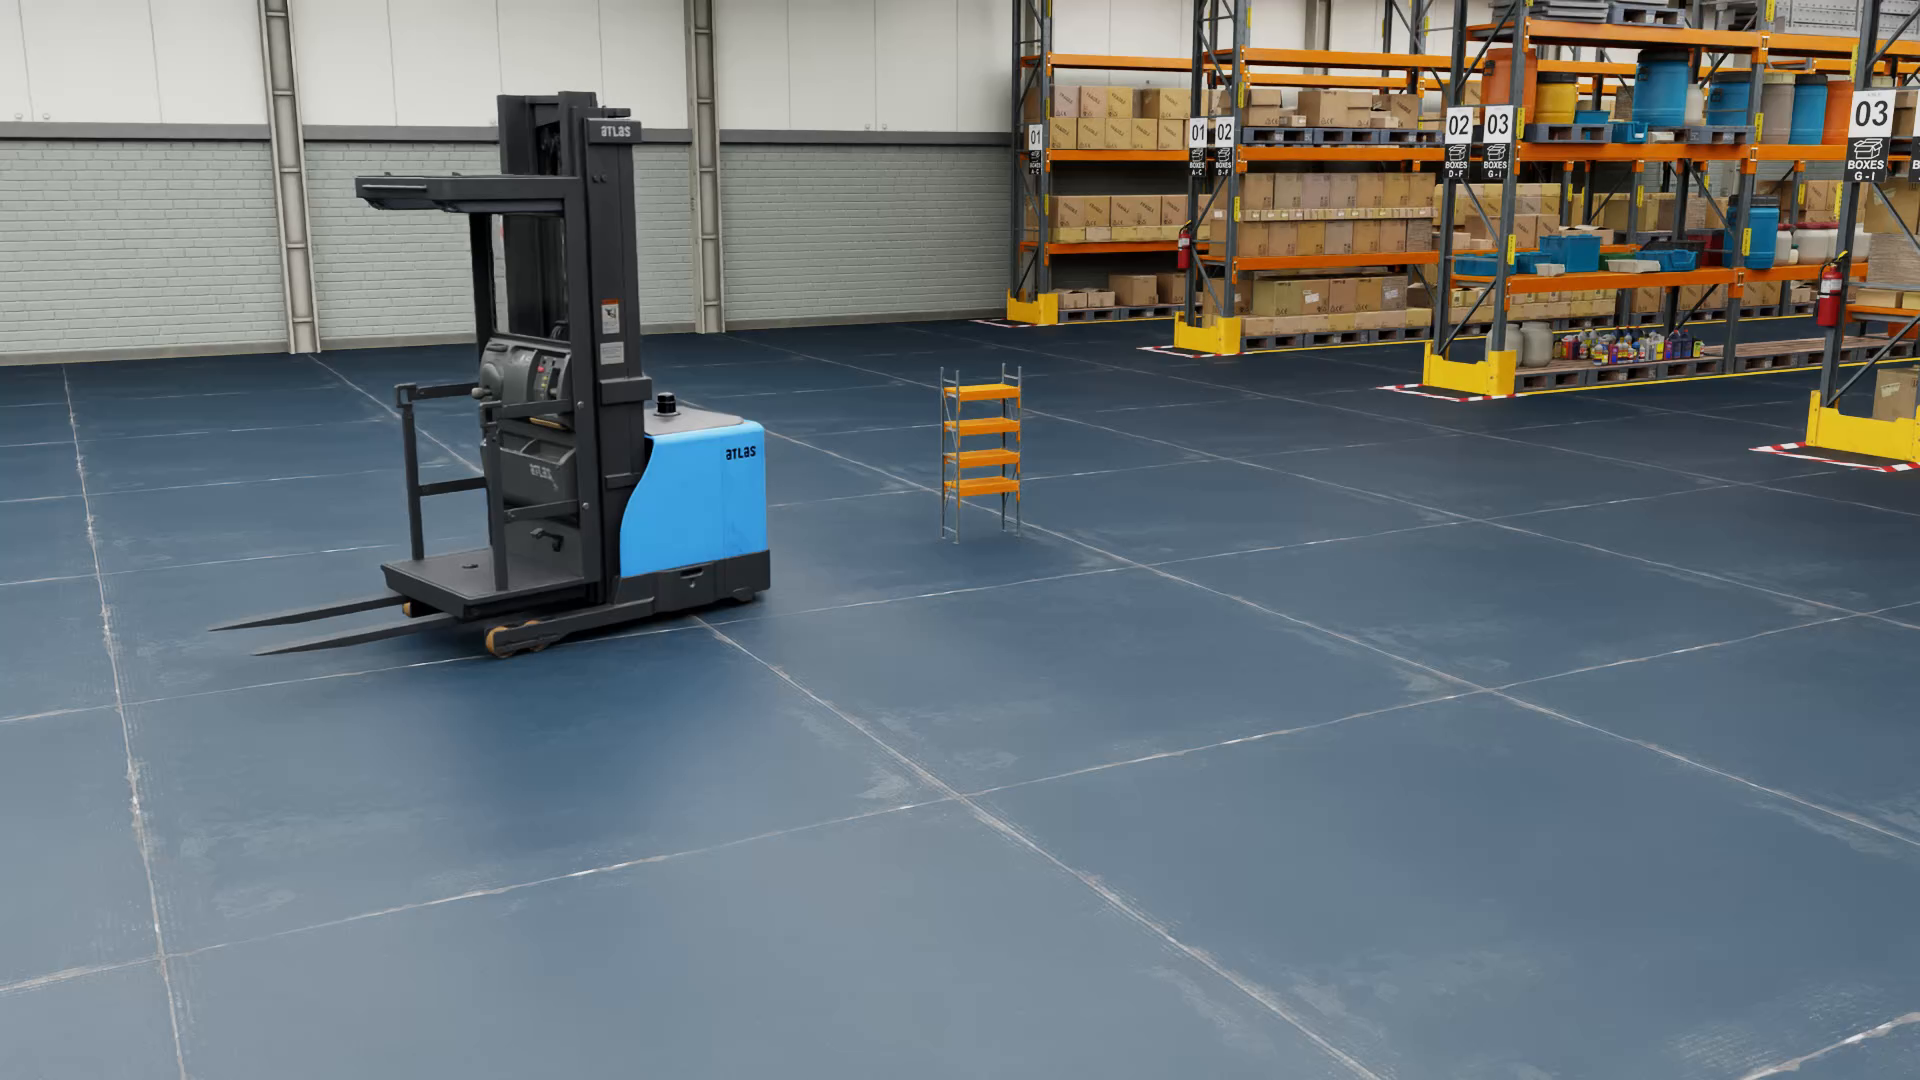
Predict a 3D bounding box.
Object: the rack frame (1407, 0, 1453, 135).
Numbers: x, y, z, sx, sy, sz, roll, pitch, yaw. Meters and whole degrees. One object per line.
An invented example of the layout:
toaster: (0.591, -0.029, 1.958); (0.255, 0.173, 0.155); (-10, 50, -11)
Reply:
rack frame: (7.030, -7.514, 24.501); (0.127, 3.000, 1.000); (-7, 14, -28)

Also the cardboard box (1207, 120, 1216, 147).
cardboard box: (4.326, -6.962, 28.609); (0.500, 0.500, 0.500); (-6, 14, -26)

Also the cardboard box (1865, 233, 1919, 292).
cardboard box: (8.758, -2.503, 14.996); (0.500, 0.500, 0.875); (-7, 14, -28)

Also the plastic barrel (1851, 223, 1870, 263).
plastic barrel: (11.740, -3.914, 21.914); (0.421, 0.512, 0.421); (0, 13, 0)

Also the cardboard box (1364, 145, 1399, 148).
cardboard box: (7.661, -7.264, 30.381); (0.500, 0.311, 0.500); (-7, 14, -28)

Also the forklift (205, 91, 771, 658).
forklift: (-2.563, -0.932, 9.075); (3.031, 2.935, 1.130); (-12, 17, -42)

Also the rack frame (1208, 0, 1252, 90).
rack frame: (4.653, -8.468, 28.742); (0.127, 3.000, 1.000); (-7, 14, -28)

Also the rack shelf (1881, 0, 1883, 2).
rack shelf: (10.018, -5.041, 15.161); (4.000, 0.370, 1.077); (-7, 14, -28)

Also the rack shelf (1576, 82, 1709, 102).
rack shelf: (13.430, -8.974, 33.539); (4.000, 0.370, 1.077); (-7, 14, -28)

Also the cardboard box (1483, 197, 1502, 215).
cardboard box: (10.066, -6.329, 31.950); (0.500, 0.500, 0.500); (-6, 14, -26)

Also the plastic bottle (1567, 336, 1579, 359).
plastic bottle: (7.577, -2.379, 20.534); (0.133, 0.283, 0.061); (-7, 14, -28)

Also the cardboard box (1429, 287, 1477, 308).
cardboard box: (7.512, -3.720, 25.334); (0.500, 0.311, 0.500); (-7, 14, -28)

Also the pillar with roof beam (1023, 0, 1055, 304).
pillar with roof beam: (3.405, -7.458, 24.253); (0.400, 9.000, 9.100); (-7, 14, -28)

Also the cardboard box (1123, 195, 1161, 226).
cardboard box: (3.047, -5.575, 28.138); (0.500, 0.500, 0.500); (-6, 14, -26)

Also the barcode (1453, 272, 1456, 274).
barcode: (7.453, -3.997, 25.044); (0.075, 0.075, 0.001); (-7, 14, -28)

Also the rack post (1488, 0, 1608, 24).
rack post: (6.613, -5.949, 18.687); (0.954, 0.300, 0.937); (-5, 14, -22)

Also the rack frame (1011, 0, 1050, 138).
rack frame: (1.142, -8.047, 26.872); (0.127, 3.000, 1.000); (-7, 14, -28)

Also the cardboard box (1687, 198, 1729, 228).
cardboard box: (12.530, -5.485, 27.964); (0.500, 0.500, 0.700); (-12, 17, -42)

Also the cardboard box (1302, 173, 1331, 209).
cardboard box: (4.882, -5.010, 23.856); (0.500, 0.500, 0.700); (-7, 14, -28)

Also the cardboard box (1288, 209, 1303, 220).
cardboard box: (4.639, -4.612, 23.564); (0.250, 0.149, 0.380); (-7, 14, -29)

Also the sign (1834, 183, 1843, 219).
sign: (8.014, -3.085, 15.128); (0.005, 0.325, 0.100); (-7, 14, -28)

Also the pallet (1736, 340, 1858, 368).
pallet: (11.143, -2.491, 22.197); (1.213, 0.211, 1.003); (-7, 14, -28)

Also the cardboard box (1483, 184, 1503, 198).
cardboard box: (10.039, -6.695, 31.866); (0.500, 0.250, 0.500); (-7, 15, -29)

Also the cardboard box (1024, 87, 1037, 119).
cardboard box: (1.395, -7.226, 27.504); (0.500, 0.500, 0.500); (-6, 14, -25)

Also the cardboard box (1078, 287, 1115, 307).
cardboard box: (2.293, -4.139, 28.290); (0.500, 0.311, 0.500); (-6, 14, -23)

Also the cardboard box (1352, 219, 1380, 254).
cardboard box: (5.741, -4.479, 24.453); (0.500, 0.500, 0.700); (-7, 14, -27)

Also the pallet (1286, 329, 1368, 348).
pallet: (5.239, -3.022, 24.556); (1.213, 0.211, 1.003); (-7, 14, -28)

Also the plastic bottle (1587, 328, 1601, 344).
plastic bottle: (7.954, -2.485, 20.850); (0.185, 0.351, 0.144); (-7, 14, -28)

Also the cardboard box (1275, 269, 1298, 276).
cardboard box: (5.720, -4.681, 30.269); (0.500, 0.500, 0.700); (-7, 15, -29)

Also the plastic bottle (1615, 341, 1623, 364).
plastic bottle: (7.930, -2.262, 20.039); (0.097, 0.271, 0.097); (0, 13, 0)

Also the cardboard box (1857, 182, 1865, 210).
cardboard box: (15.504, -6.069, 29.240); (0.500, 0.500, 0.500); (-7, 15, -30)

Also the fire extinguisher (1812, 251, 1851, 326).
fire extinguisher: (7.941, -2.296, 15.155); (0.183, 0.674, 0.296); (-7, 14, -28)

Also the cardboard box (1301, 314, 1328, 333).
cardboard box: (4.972, -3.149, 24.076); (0.500, 0.250, 0.500); (-7, 14, -28)

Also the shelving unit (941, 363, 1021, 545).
shelving unit: (0.145, -0.603, 11.555); (0.503, 1.200, 0.258); (-7, 14, -28)

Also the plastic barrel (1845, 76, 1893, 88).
plastic barrel: (12.086, -5.716, 22.204); (0.600, 0.901, 0.600); (0, 13, 0)

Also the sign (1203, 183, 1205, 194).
sign: (4.384, -6.213, 29.747); (0.005, 0.325, 0.100); (-7, 14, -28)

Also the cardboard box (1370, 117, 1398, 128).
cardboard box: (6.102, -6.022, 23.999); (0.250, 0.149, 0.380); (-7, 14, -28)

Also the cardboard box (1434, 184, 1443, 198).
cardboard box: (8.711, -6.533, 31.147); (0.500, 0.250, 0.500); (-6, 14, -27)

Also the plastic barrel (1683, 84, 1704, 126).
plastic barrel: (8.928, -5.348, 20.496); (0.421, 0.512, 0.421); (0, 13, 0)

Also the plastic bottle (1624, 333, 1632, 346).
plastic bottle: (8.423, -2.472, 20.975); (0.097, 0.271, 0.097); (0, 13, 0)

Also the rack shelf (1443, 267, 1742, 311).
rack shelf: (7.644, -3.071, 20.061); (4.000, 0.370, 1.077); (-7, 14, -28)

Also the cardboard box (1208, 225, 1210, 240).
cardboard box: (4.382, -5.370, 28.934); (0.500, 0.250, 0.500); (-7, 14, -28)

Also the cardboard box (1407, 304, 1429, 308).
cardboard box: (7.255, -3.550, 25.858); (0.500, 0.250, 0.500); (-7, 14, -28)

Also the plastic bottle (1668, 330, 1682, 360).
plastic bottle: (8.804, -2.411, 20.522); (0.185, 0.351, 0.144); (-8, 15, -31)

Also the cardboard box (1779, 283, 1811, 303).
cardboard box: (14.524, -4.334, 29.158); (0.500, 0.311, 0.500); (-7, 14, -28)

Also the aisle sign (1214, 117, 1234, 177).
aisle sign: (3.608, -5.369, 22.712); (0.004, 0.787, 0.394); (-7, 14, -28)

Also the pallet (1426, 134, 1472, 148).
pallet: (7.798, -6.053, 25.275); (1.217, 0.209, 0.805); (-8, 15, -30)

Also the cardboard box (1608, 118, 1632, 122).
cardboard box: (10.907, -6.573, 26.922); (0.500, 0.500, 0.910); (-7, 14, -28)

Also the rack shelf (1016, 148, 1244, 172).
rack shelf: (2.897, -6.443, 28.215); (4.000, 0.370, 1.077); (-7, 14, -28)

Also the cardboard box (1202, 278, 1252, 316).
cardboard box: (3.847, -3.509, 23.969); (0.500, 0.500, 0.500); (-7, 14, -28)

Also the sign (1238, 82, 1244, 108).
sign: (3.779, -5.987, 22.378); (0.005, 0.325, 0.100); (-7, 14, -28)

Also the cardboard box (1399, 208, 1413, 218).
cardboard box: (6.447, -4.829, 24.529); (0.250, 0.149, 0.380); (-7, 15, -30)

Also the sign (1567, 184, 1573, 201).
sign: (11.943, -6.806, 32.561); (0.005, 0.325, 0.100); (-7, 14, -28)

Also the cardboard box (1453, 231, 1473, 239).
cardboard box: (7.713, -4.649, 25.743); (0.258, 0.266, 0.396); (-7, 15, -29)

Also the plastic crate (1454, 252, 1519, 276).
plastic crate: (6.185, -3.249, 19.553); (0.616, 0.251, 0.499); (-7, 14, -28)
